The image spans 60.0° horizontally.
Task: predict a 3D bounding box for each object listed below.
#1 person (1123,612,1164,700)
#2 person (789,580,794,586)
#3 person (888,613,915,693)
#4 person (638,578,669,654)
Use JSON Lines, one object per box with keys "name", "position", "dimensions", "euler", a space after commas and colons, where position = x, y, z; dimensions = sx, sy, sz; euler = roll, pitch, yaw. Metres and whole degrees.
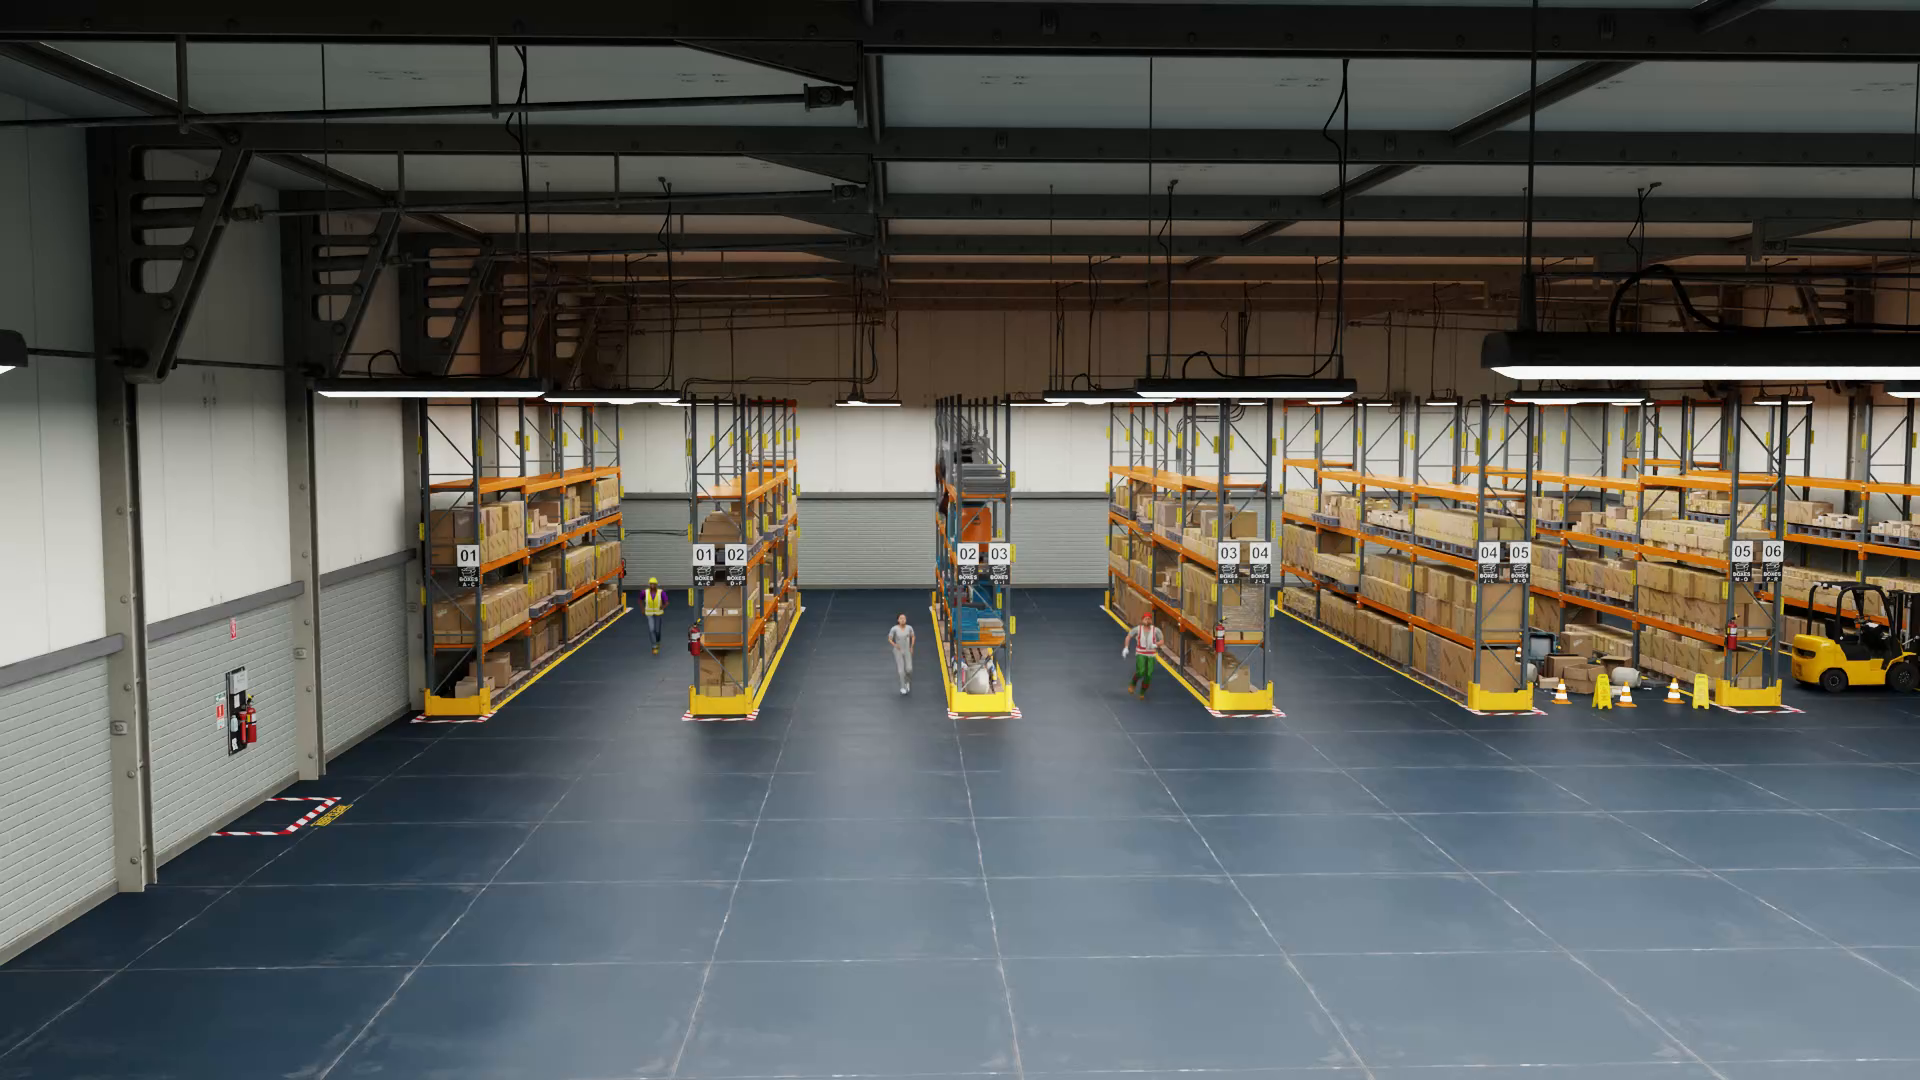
{"name": "person", "position": [3.637, 2.289, 32.801], "dimensions": [0.785, 1.737, 0.572], "euler": [-1, 5, -9]}
{"name": "person", "position": [-5.043, 1.138, 48.378], "dimensions": [0.827, 1.594, 0.567], "euler": [0, 5, 5]}
{"name": "person", "position": [-1.155, 2.274, 33.388], "dimensions": [0.564, 1.630, 0.548], "euler": [-1, 5, -10]}
{"name": "person", "position": [-7.210, 1.762, 39.139], "dimensions": [0.707, 1.758, 0.862], "euler": [-1, 5, -11]}
